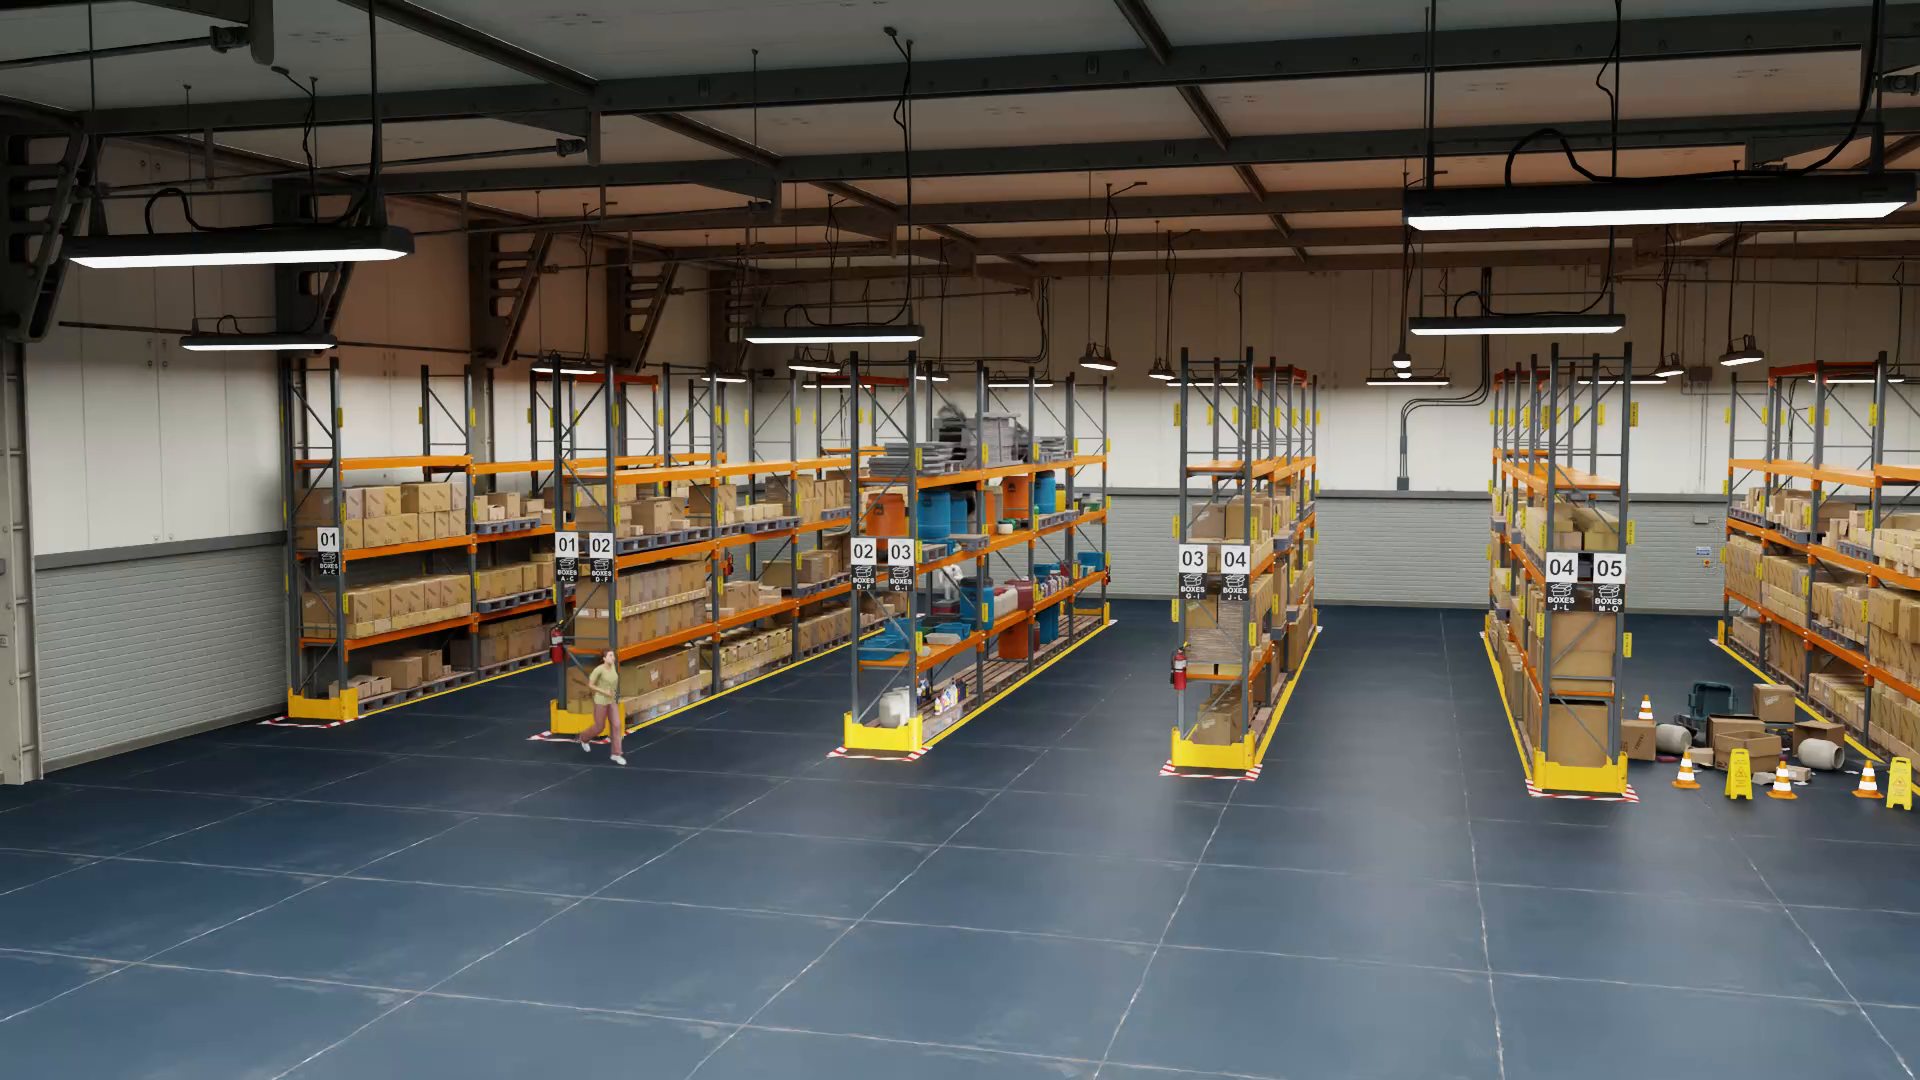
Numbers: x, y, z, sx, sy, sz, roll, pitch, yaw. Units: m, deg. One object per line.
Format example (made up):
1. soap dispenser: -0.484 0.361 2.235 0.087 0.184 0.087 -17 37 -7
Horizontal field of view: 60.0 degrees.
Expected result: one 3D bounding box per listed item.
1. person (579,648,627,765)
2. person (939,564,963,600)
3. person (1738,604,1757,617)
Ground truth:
1. person: -5.201 2.392 24.256 0.999 1.665 0.599 3 5 34
2. person: -0.223 1.200 40.488 0.619 1.760 0.741 1 4 8
3. person: 17.903 1.368 37.655 0.616 1.733 0.661 1 4 18
